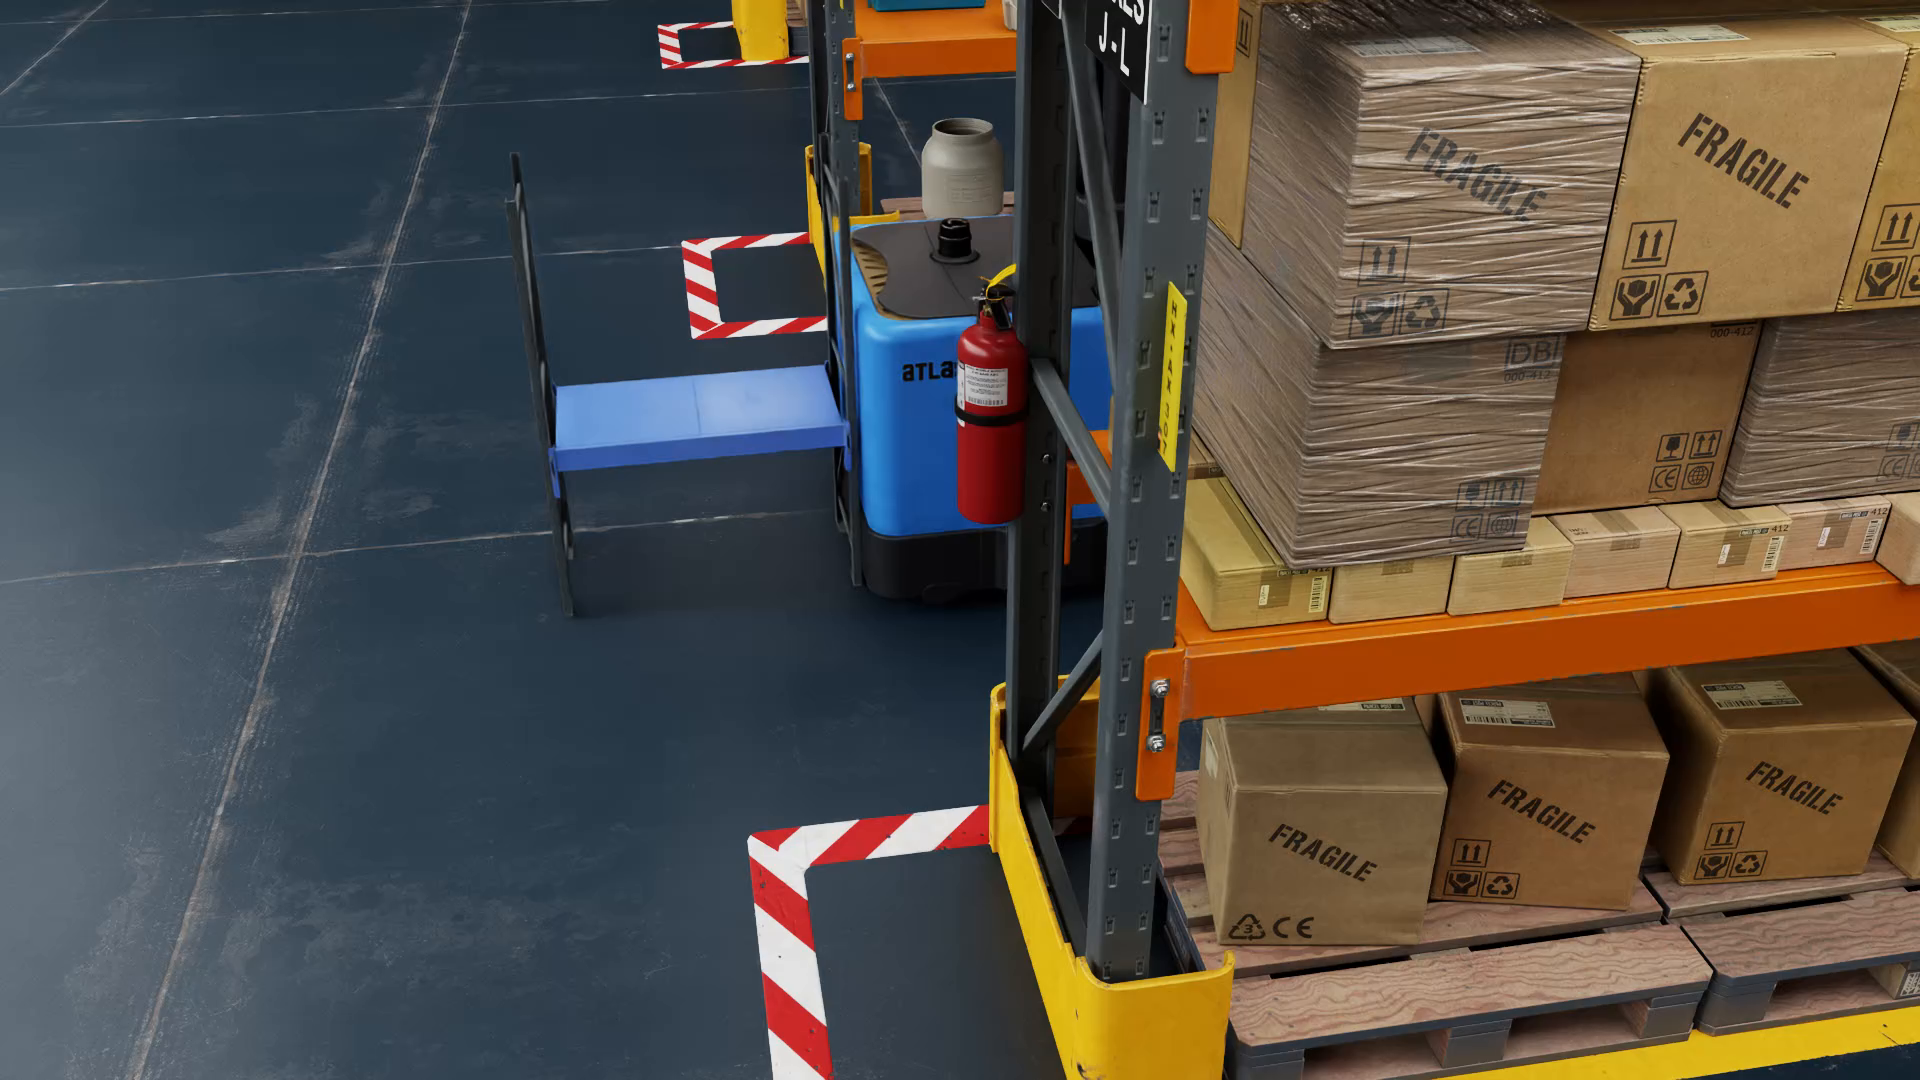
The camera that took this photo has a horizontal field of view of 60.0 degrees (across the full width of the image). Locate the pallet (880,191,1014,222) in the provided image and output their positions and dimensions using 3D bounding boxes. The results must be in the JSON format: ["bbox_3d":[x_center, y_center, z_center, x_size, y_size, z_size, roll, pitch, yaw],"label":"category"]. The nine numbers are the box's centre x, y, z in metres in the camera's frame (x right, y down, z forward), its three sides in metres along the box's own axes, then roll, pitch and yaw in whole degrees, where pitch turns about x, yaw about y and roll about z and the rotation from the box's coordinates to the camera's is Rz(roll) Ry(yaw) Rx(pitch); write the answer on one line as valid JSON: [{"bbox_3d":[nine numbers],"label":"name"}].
[{"bbox_3d":[0.247,-1.551,8.680,1.213,0.211,1.003,-5,31,-9],"label":"pallet"}]

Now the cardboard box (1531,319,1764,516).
[{"bbox_3d":[1.289,-0.495,3.741,0.500,0.500,0.875,-5,31,-9],"label":"cardboard box"}]

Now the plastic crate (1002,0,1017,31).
[{"bbox_3d":[0.319,-2.459,7.733,0.250,0.136,0.298,-5,31,-9],"label":"plastic crate"}]

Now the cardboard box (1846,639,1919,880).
[{"bbox_3d":[2.648,0.518,4.462,0.500,0.500,0.500,-8,31,-13],"label":"cardboard box"}]

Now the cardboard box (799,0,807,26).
[{"bbox_3d":[-0.940,-4.055,12.486,0.500,0.250,0.500,-5,31,-9],"label":"cardboard box"}]

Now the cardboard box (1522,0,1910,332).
[{"bbox_3d":[1.356,-0.741,3.172,0.500,0.500,0.500,-5,31,-9],"label":"cardboard box"}]

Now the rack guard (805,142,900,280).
[{"bbox_3d":[-0.553,-1.604,8.485,0.348,0.500,1.175,-5,31,-9],"label":"rack guard"}]

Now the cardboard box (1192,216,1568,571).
[{"bbox_3d":[0.819,-0.390,3.561,0.500,0.500,0.875,-5,31,-9],"label":"cardboard box"}]

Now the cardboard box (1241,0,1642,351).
[{"bbox_3d":[0.863,-0.699,3.100,0.500,0.500,0.500,-5,31,-9],"label":"cardboard box"}]

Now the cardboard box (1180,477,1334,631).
[{"bbox_3d":[0.596,0.019,3.506,0.250,0.149,0.380,-5,31,-9],"label":"cardboard box"}]

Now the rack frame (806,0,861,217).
[{"bbox_3d":[-0.619,-2.651,7.800,0.127,3.000,1.000,-5,31,-9],"label":"rack frame"}]

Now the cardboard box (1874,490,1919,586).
[{"bbox_3d":[2.089,-0.069,3.657,0.250,0.149,0.380,-5,31,-9],"label":"cardboard box"}]

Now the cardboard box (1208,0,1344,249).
[{"bbox_3d":[0.769,-0.958,3.541,0.500,0.500,0.500,-5,31,-9],"label":"cardboard box"}]

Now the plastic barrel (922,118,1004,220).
[{"bbox_3d":[0.014,-1.858,8.491,0.421,0.512,0.421,0,30,0],"label":"plastic barrel"}]

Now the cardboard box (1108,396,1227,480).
[{"bbox_3d":[0.516,-0.203,3.883,0.250,0.149,0.380,-5,31,-9],"label":"cardboard box"}]

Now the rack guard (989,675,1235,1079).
[{"bbox_3d":[0.348,0.889,4.246,0.348,0.500,1.175,-5,31,-9],"label":"rack guard"}]

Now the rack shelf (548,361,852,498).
[{"bbox_3d":[-0.912,-0.397,5.800,1.000,0.185,0.538,-6,31,-10],"label":"rack shelf"}]

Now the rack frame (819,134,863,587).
[{"bbox_3d":[-0.414,-0.603,5.795,0.032,1.500,0.500,-6,31,-10],"label":"rack frame"}]

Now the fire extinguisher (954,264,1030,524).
[{"bbox_3d":[0.077,-0.368,3.993,0.183,0.674,0.296,-5,31,-9],"label":"fire extinguisher"}]

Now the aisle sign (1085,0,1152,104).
[{"bbox_3d":[0.266,-1.147,2.677,0.004,0.787,0.394,-5,31,-9],"label":"aisle sign"}]

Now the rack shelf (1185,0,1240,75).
[{"bbox_3d":[2.240,-1.347,3.333,4.000,0.370,1.077,-5,31,-9],"label":"rack shelf"}]

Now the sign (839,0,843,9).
[{"bbox_3d":[-0.524,-2.496,7.263,0.005,0.325,0.100,-5,31,-9],"label":"sign"}]

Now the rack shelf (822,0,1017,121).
[{"bbox_3d":[1.348,-2.524,8.293,4.000,0.370,1.077,-5,31,-9],"label":"rack shelf"}]

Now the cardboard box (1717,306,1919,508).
[{"bbox_3d":[1.789,-0.519,3.782,0.500,0.500,0.875,-5,31,-9],"label":"cardboard box"}]

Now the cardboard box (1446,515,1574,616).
[{"bbox_3d":[1.094,-0.009,3.555,0.250,0.149,0.380,-5,31,-9],"label":"cardboard box"}]

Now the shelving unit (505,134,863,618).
[{"bbox_3d":[-0.912,-0.552,5.709,1.048,1.500,0.538,-6,31,-10],"label":"shelving unit"}]

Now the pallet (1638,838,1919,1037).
[{"bbox_3d":[2.351,0.847,4.601,1.213,0.211,1.003,-5,31,-9],"label":"pallet"}]

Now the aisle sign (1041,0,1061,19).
[{"bbox_3d":[0.158,-1.447,3.186,0.004,0.787,0.394,-5,31,-9],"label":"aisle sign"}]

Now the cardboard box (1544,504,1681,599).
[{"bbox_3d":[1.336,-0.043,3.611,0.250,0.149,0.380,-5,31,-9],"label":"cardboard box"}]

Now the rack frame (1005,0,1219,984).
[{"bbox_3d":[0.273,-0.182,3.600,0.127,3.000,1.000,-5,31,-9],"label":"rack frame"}]

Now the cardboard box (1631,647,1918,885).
[{"bbox_3d":[2.091,0.547,4.413,0.500,0.500,0.500,-3,31,-4],"label":"cardboard box"}]

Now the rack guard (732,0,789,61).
[{"bbox_3d":[-1.531,-4.042,12.630,0.348,0.500,1.175,-5,31,-9],"label":"rack guard"}]

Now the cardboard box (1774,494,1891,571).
[{"bbox_3d":[1.825,-0.098,3.706,0.250,0.149,0.380,-5,31,-9],"label":"cardboard box"}]

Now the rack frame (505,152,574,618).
[{"bbox_3d":[-1.411,-0.501,5.622,0.032,1.500,0.500,-6,31,-10],"label":"rack frame"}]

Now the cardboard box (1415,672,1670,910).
[{"bbox_3d":[1.472,0.594,4.332,0.500,0.500,0.500,2,31,4],"label":"cardboard box"}]

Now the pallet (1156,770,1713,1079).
[{"bbox_3d":[1.153,0.957,4.415,1.213,0.211,1.003,-5,31,-9],"label":"pallet"}]

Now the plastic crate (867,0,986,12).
[{"bbox_3d":[-0.181,-2.782,8.169,0.616,0.251,0.499,-5,31,-9],"label":"plastic crate"}]

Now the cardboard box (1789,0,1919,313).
[{"bbox_3d":[1.848,-0.787,3.251,0.500,0.500,0.500,-5,31,-9],"label":"cardboard box"}]

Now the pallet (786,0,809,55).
[{"bbox_3d":[-0.763,-4.010,12.861,1.213,0.211,1.003,-5,31,-9],"label":"pallet"}]

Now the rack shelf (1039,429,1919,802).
[{"bbox_3d":[2.240,-0.054,4.093,4.000,0.370,1.077,-5,31,-9],"label":"rack shelf"}]

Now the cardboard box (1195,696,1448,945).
[{"bbox_3d":[0.890,0.666,4.210,0.500,0.500,0.500,0,30,0],"label":"cardboard box"}]

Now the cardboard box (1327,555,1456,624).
[{"bbox_3d":[0.846,0.006,3.528,0.250,0.149,0.380,-5,31,-9],"label":"cardboard box"}]

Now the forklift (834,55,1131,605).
[{"bbox_3d":[1.077,-1.400,5.739,3.031,2.935,1.130,-6,31,-10],"label":"forklift"}]

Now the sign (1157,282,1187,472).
[{"bbox_3d":[0.371,-0.285,2.921,0.005,0.325,0.100,-5,31,-9],"label":"sign"}]

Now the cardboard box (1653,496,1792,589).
[{"bbox_3d":[1.584,-0.062,3.644,0.250,0.149,0.380,-5,31,-9],"label":"cardboard box"}]

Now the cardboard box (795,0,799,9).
[{"bbox_3d":[-1.033,-4.313,12.925,0.500,0.250,0.500,-5,31,-9],"label":"cardboard box"}]
